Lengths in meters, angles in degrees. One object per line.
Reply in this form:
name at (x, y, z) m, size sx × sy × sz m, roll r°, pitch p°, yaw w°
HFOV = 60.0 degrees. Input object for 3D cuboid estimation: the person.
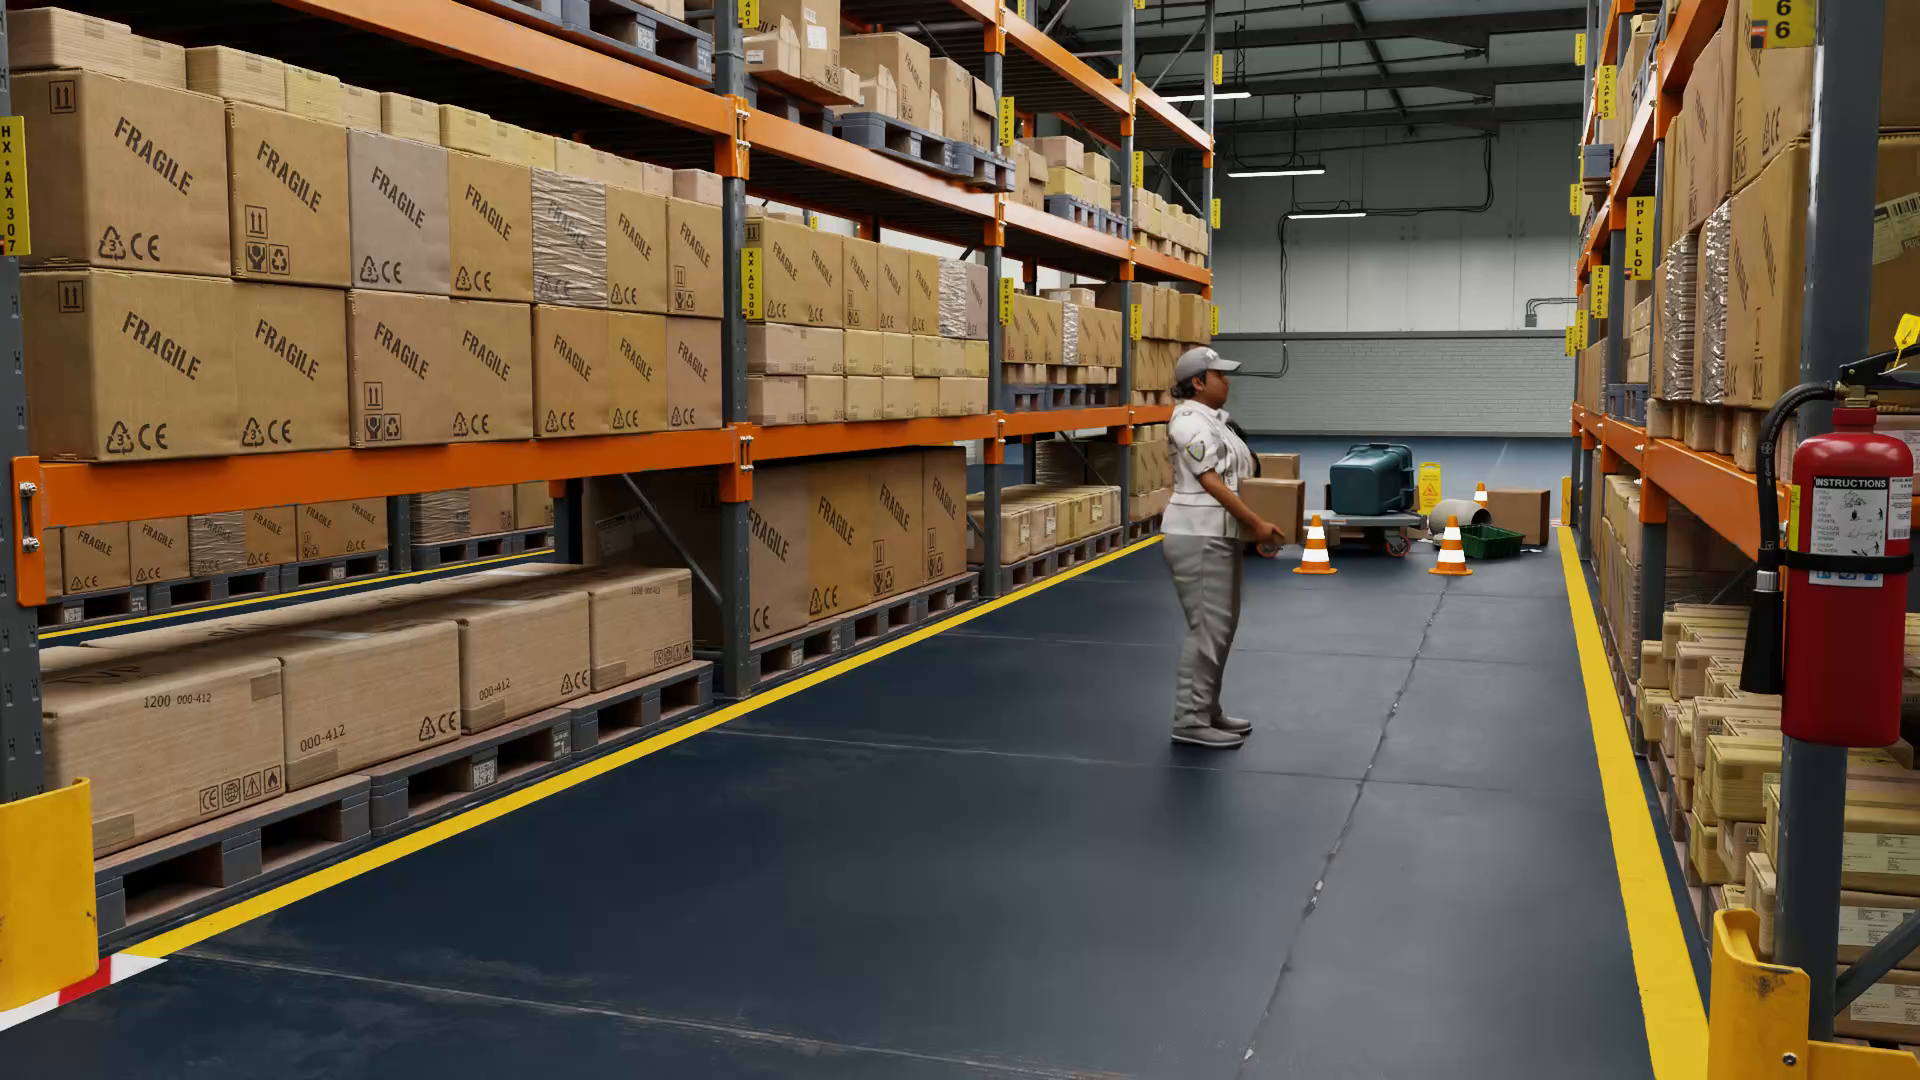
person at (1.121, 0.021, 7.020) m, size 0.535 × 1.660 × 0.456 m, roll 2°, pitch 6°, yaw 19°
